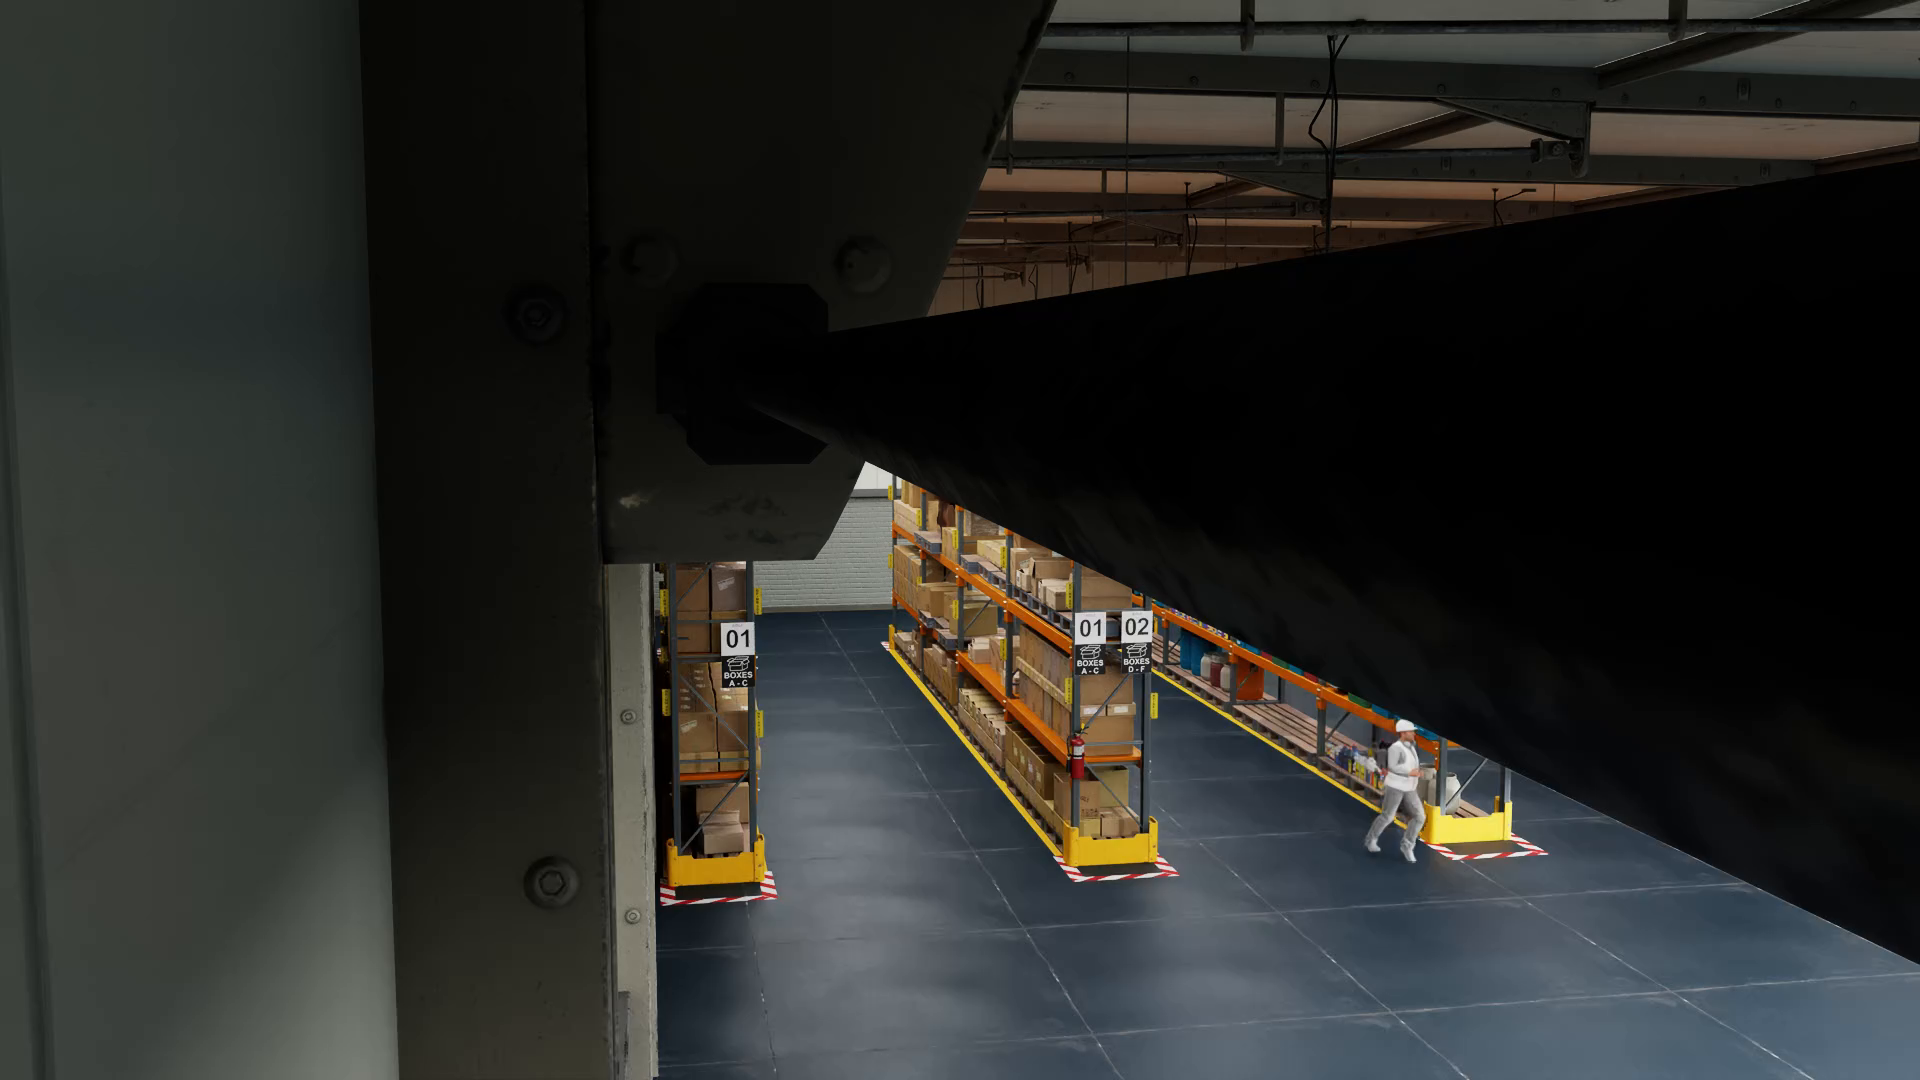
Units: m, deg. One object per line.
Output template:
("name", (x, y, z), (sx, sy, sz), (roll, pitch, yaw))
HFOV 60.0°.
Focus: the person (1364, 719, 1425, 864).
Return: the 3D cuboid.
("person", (5.606, 3.179, 21.237), (0.700, 1.809, 0.738), (-6, 9, -44))
